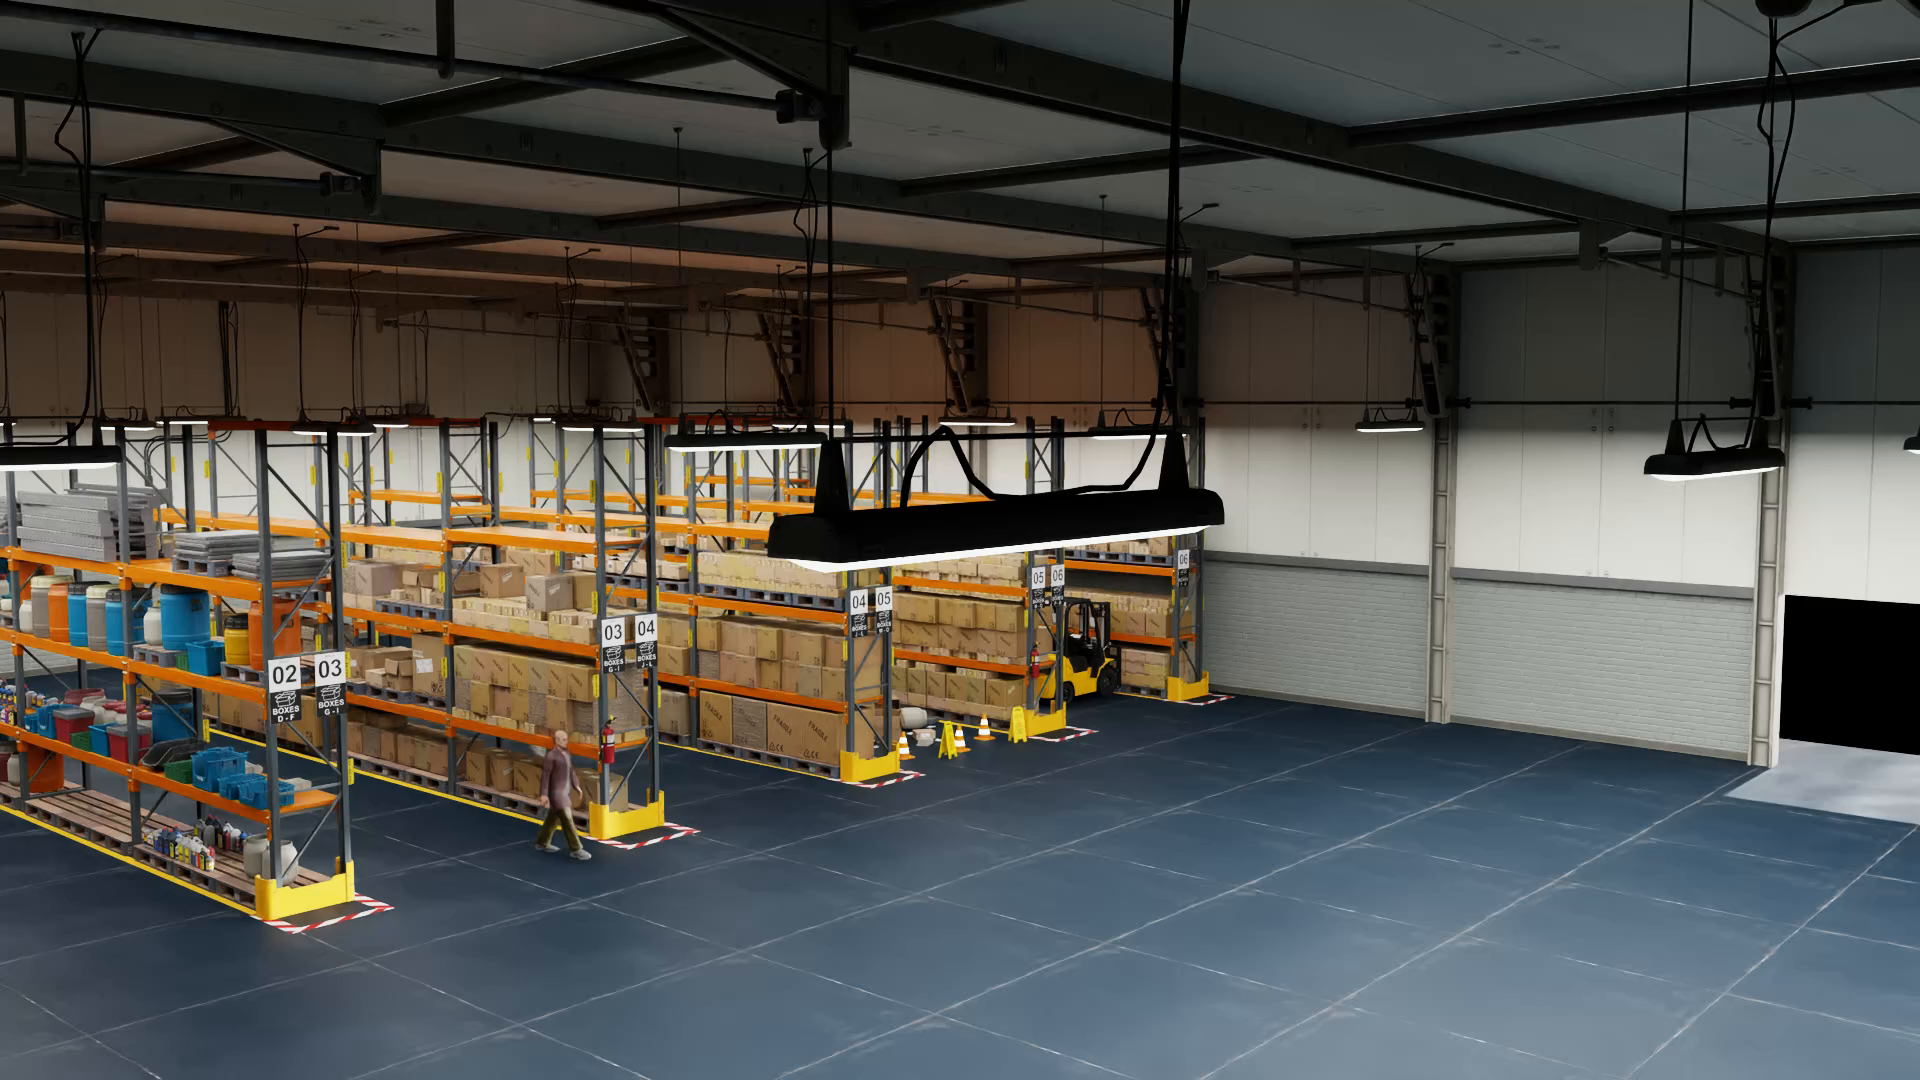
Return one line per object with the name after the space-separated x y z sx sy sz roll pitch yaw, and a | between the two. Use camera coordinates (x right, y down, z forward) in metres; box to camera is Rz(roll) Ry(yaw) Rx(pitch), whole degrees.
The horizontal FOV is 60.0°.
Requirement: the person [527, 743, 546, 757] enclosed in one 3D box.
-7.206 3.101 28.523 0.661 1.747 0.666 4 6 43 | person

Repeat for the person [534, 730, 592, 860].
-5.515 3.513 23.141 0.983 1.737 0.611 1 5 10 | person
